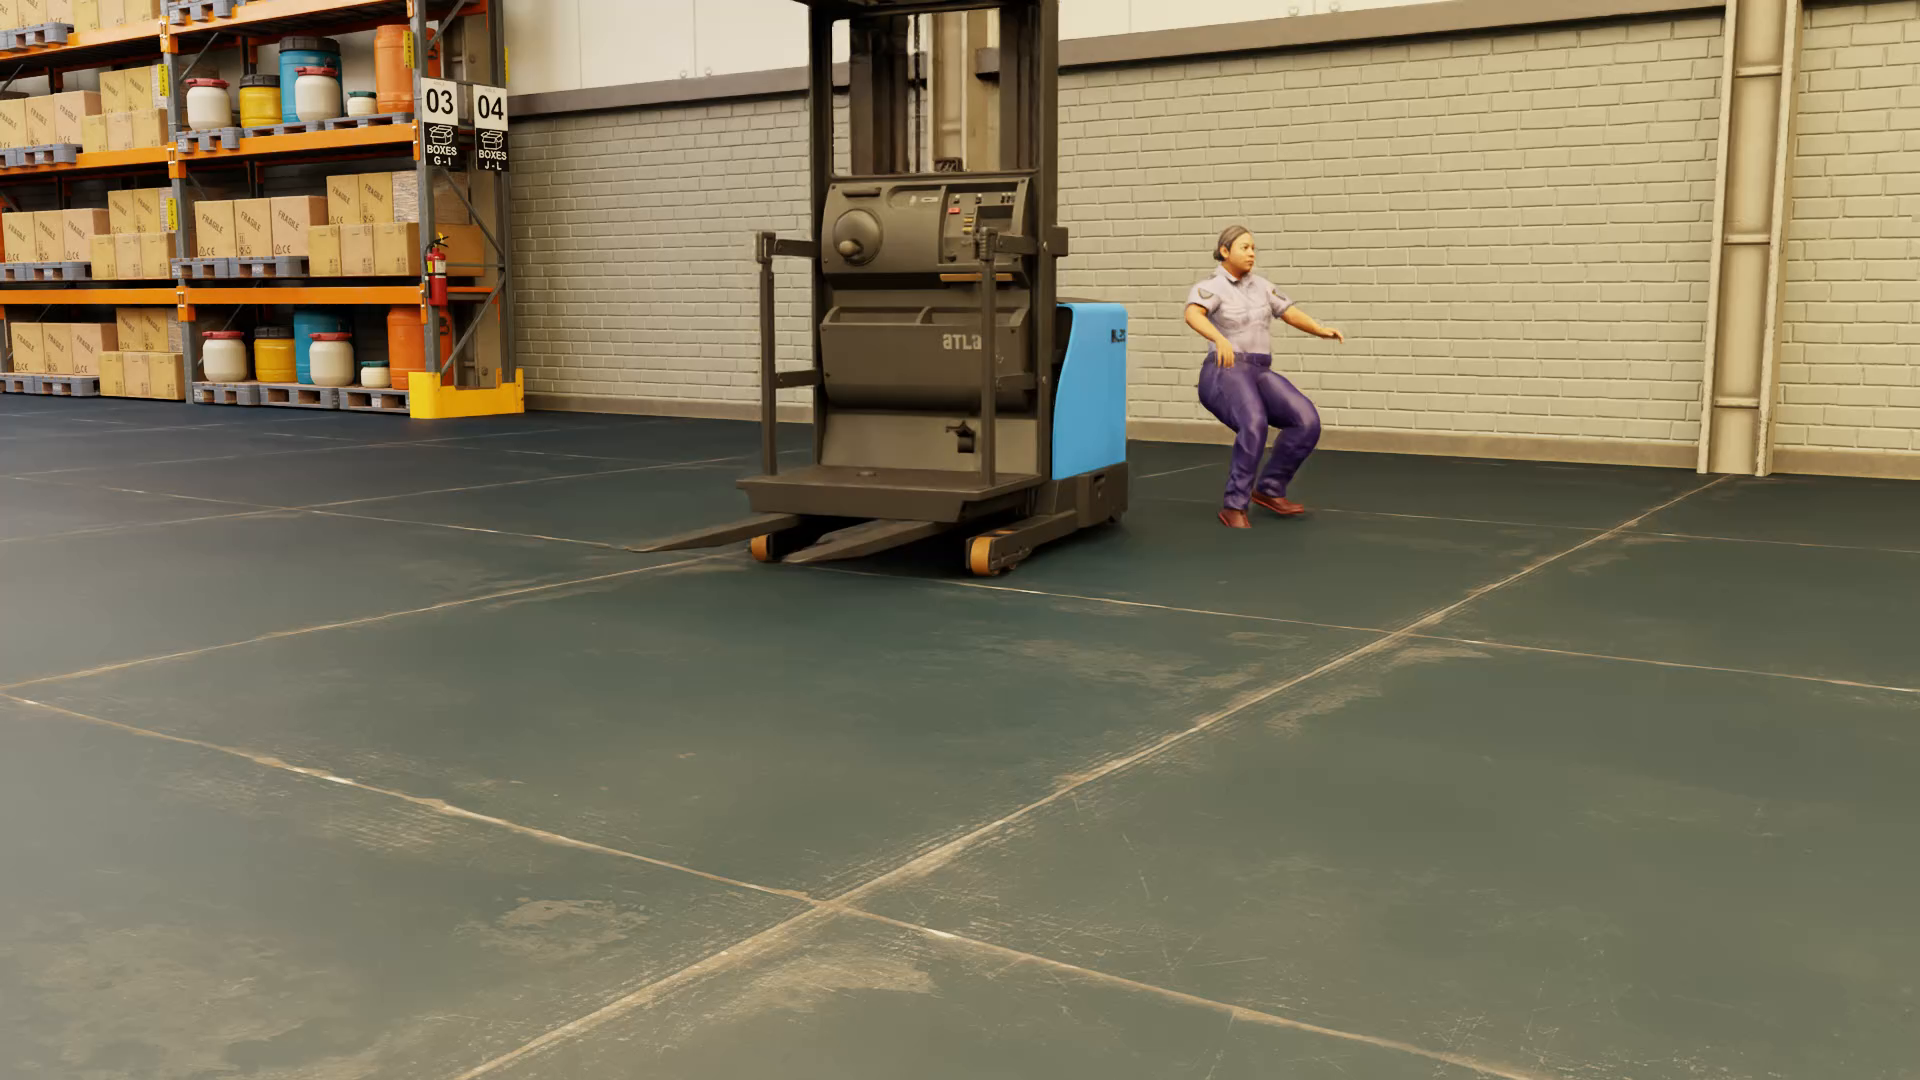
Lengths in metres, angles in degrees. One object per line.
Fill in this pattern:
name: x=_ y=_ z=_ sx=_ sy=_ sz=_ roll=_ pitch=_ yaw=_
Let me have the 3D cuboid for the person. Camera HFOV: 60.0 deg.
person: x=1.473 y=-0.802 z=8.278 sx=0.811 sy=1.525 sz=0.651 roll=-7 pitch=10 yaw=-39

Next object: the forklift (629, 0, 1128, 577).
forklift: x=-0.237 y=-1.371 z=6.837 sx=1.130 sy=2.935 sz=3.031 roll=4 pitch=9 yaw=23
